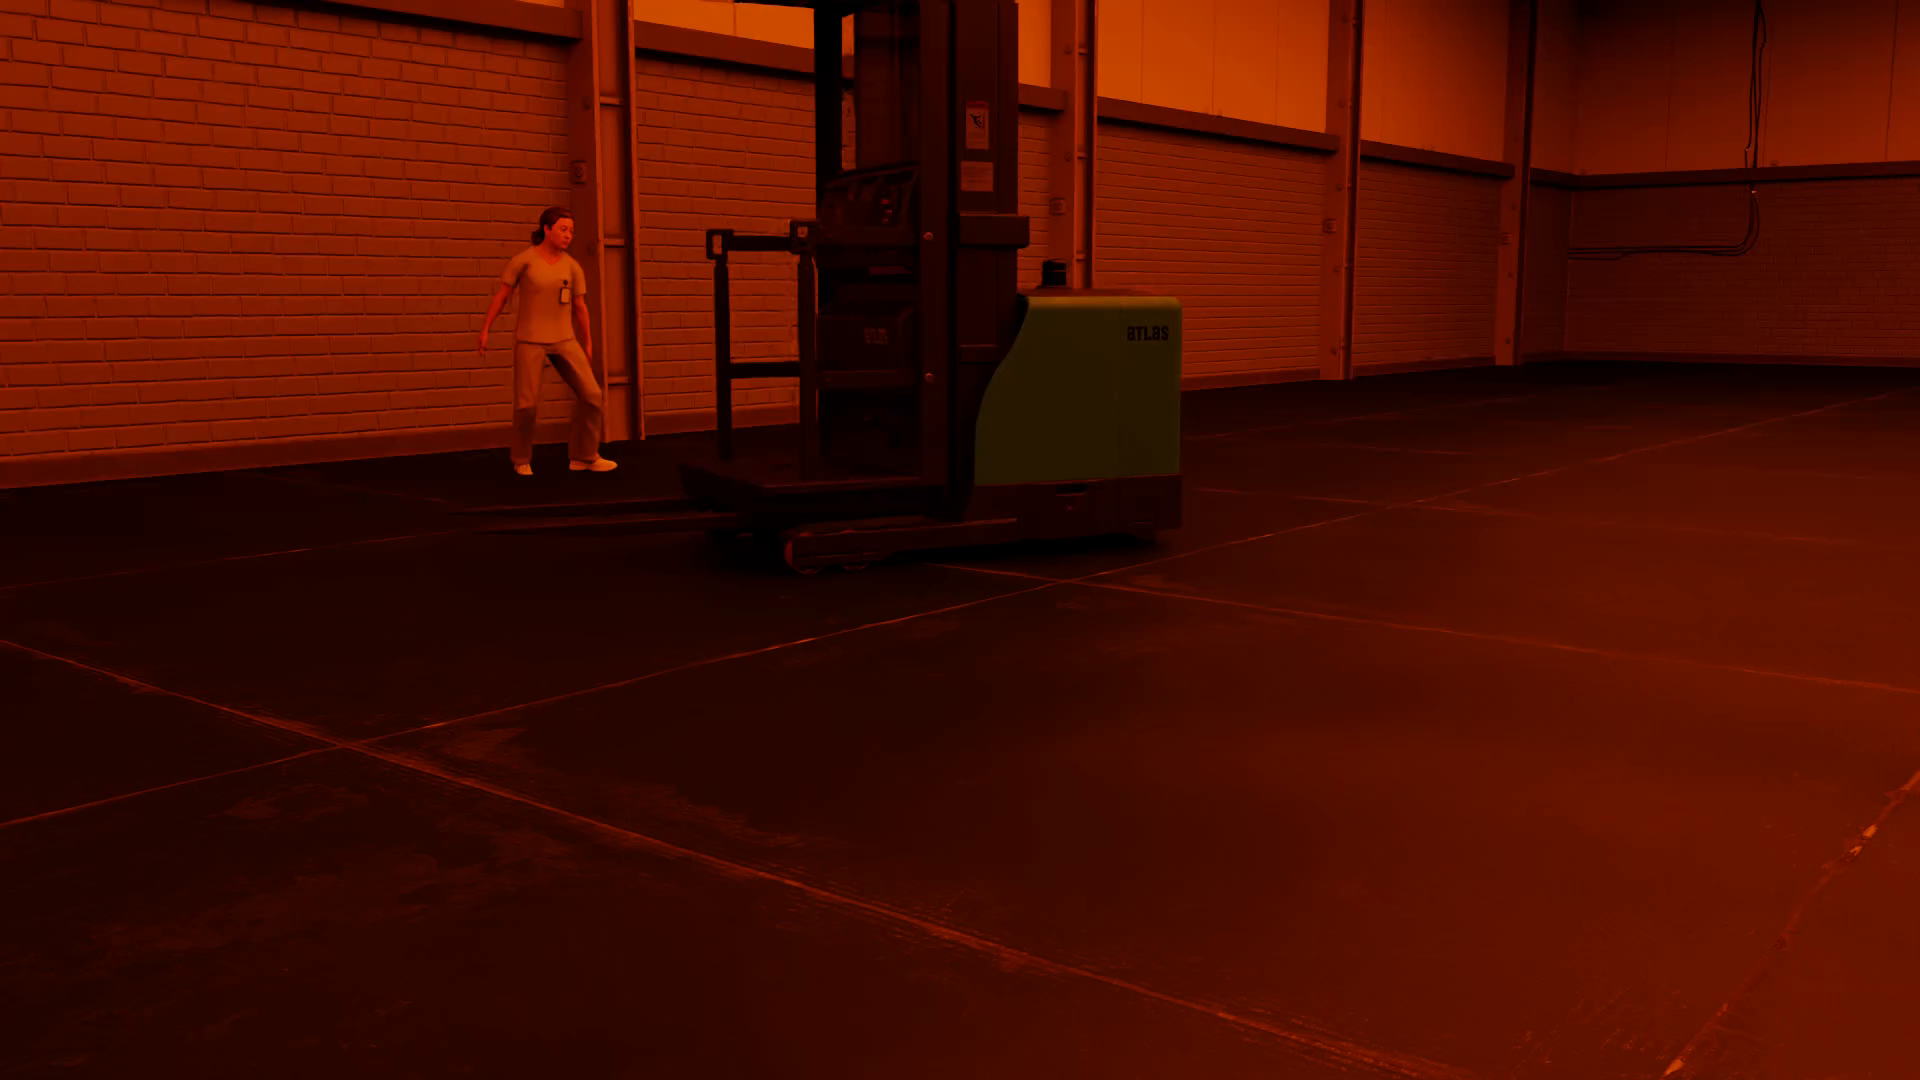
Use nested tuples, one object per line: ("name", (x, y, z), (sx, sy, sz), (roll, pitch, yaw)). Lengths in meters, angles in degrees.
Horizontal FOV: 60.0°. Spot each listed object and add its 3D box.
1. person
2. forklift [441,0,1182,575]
("person", (-2.533, -1.191, 10.142), (0.800, 1.651, 0.461), (-4, 9, -26))
("forklift", (-0.577, -1.401, 6.859), (3.031, 2.935, 1.130), (-4, 9, -27))
